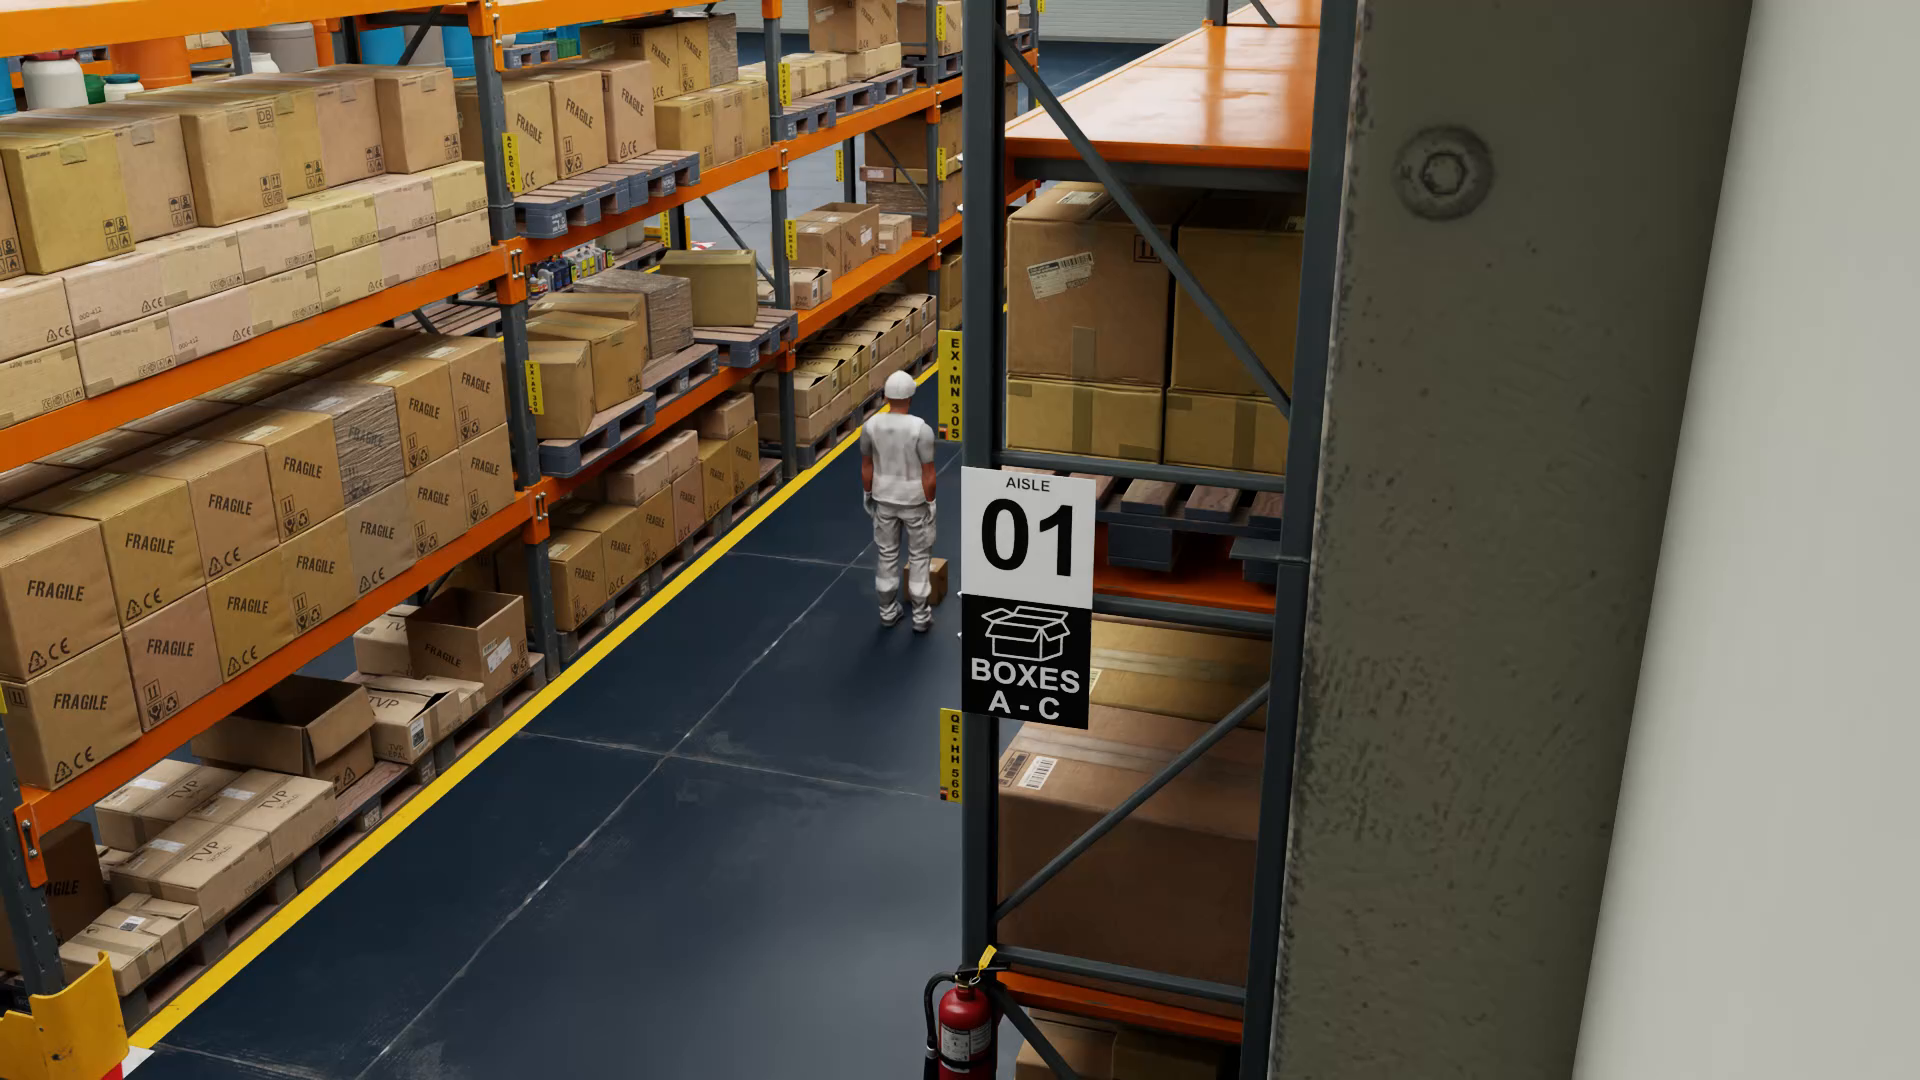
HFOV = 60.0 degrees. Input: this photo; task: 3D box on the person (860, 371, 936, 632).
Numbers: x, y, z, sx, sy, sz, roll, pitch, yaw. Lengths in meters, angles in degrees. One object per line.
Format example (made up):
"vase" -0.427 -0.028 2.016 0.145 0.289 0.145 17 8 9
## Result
"person" -0.395 -0.251 11.116 0.534 1.821 0.347 7 23 17
